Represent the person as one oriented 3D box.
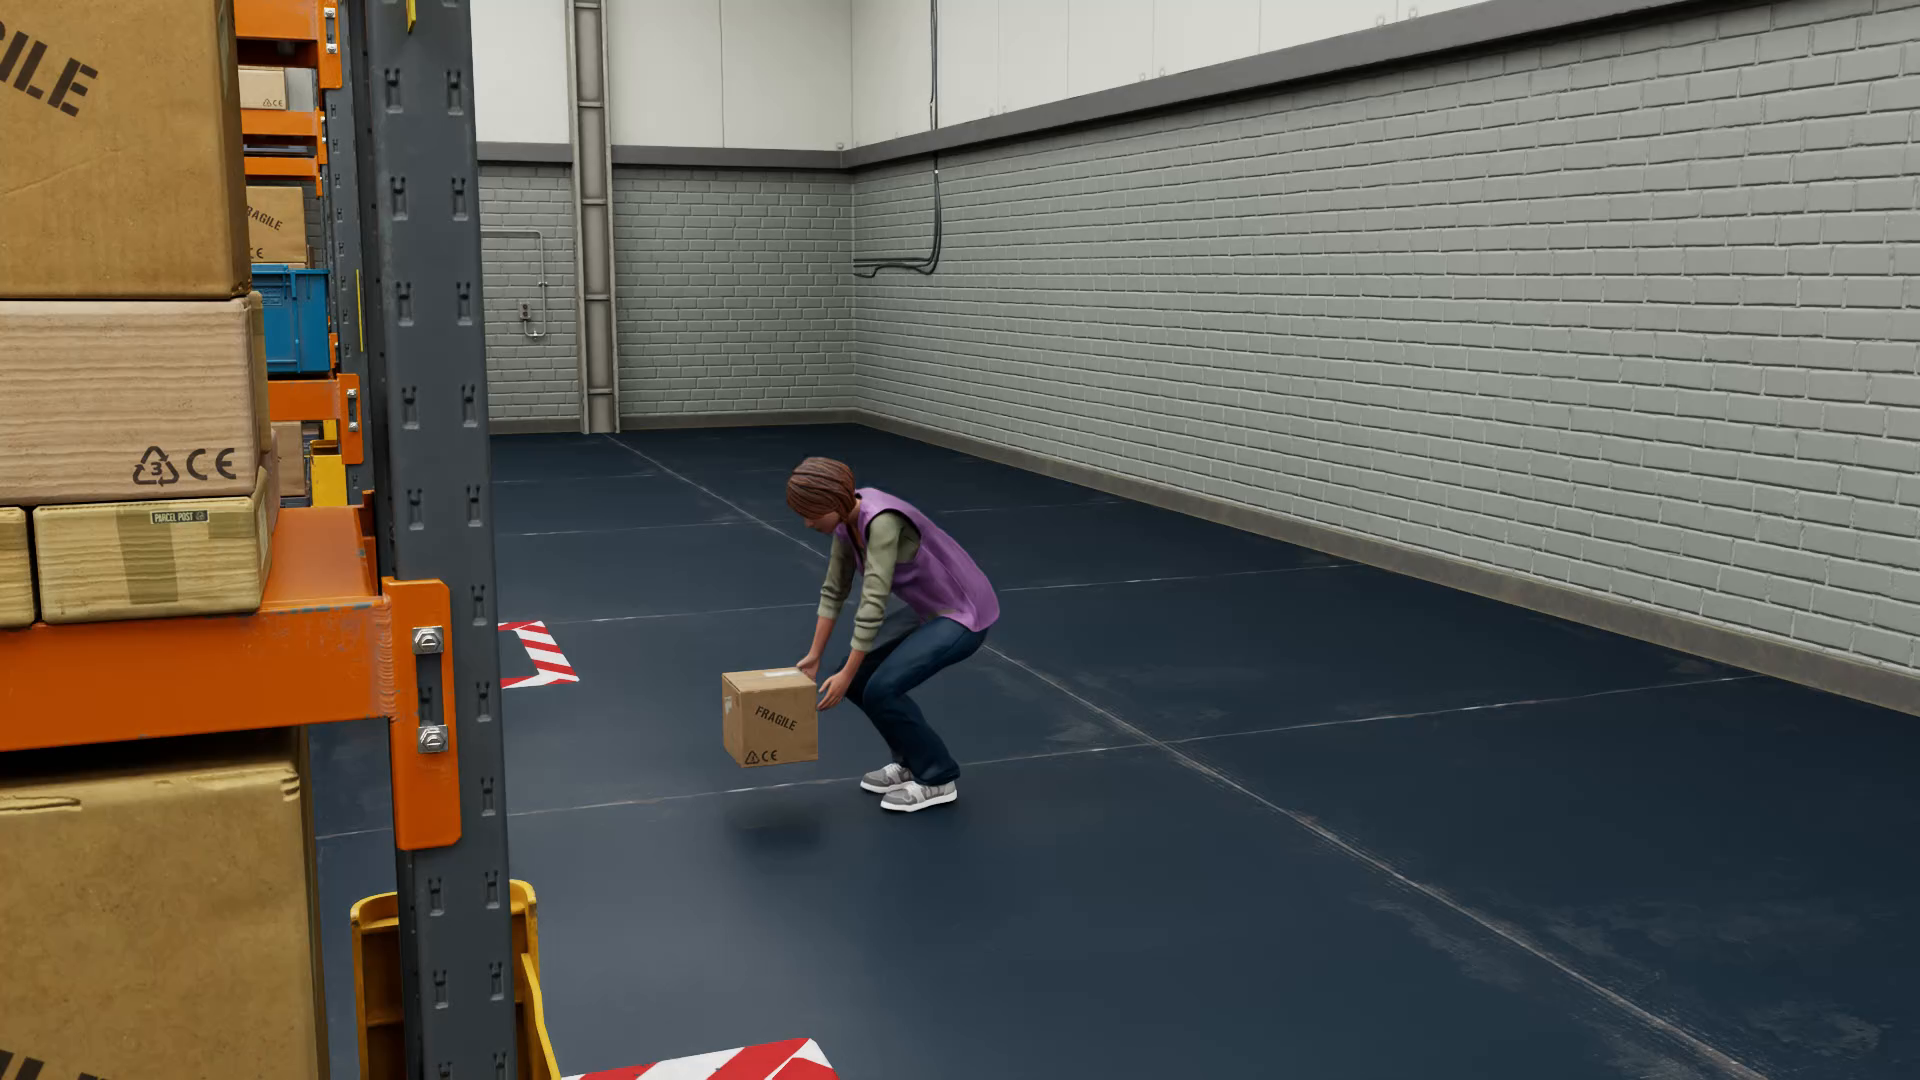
[{"bbox_3d":[-0.211,0.306,5.425,0.721,1.148,0.464,-3,10,-20],"label":"person"}]
